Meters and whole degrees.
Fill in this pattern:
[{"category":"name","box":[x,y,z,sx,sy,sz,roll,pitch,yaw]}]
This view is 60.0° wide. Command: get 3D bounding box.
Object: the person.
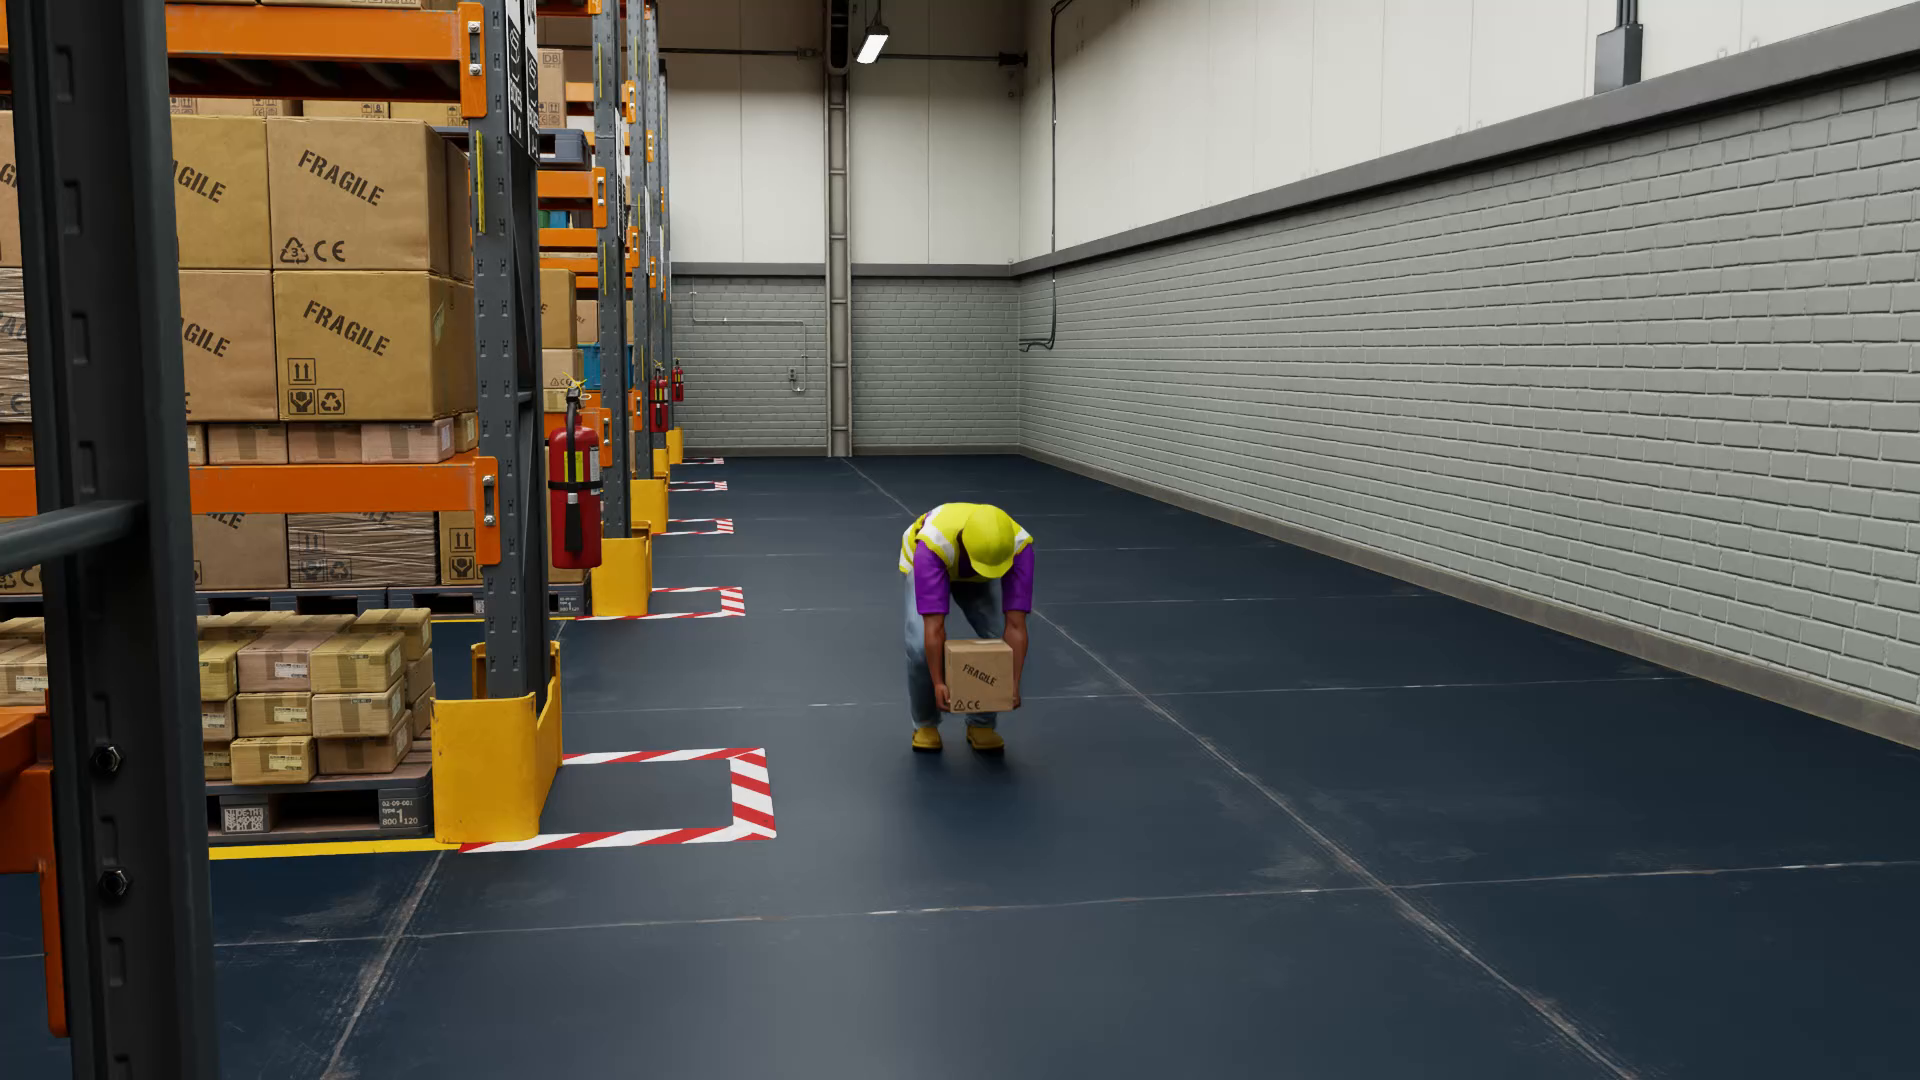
[{"category":"person","box":[0.031,0.374,6.948,0.515,1.056,0.925,-1,7,-11]}]
